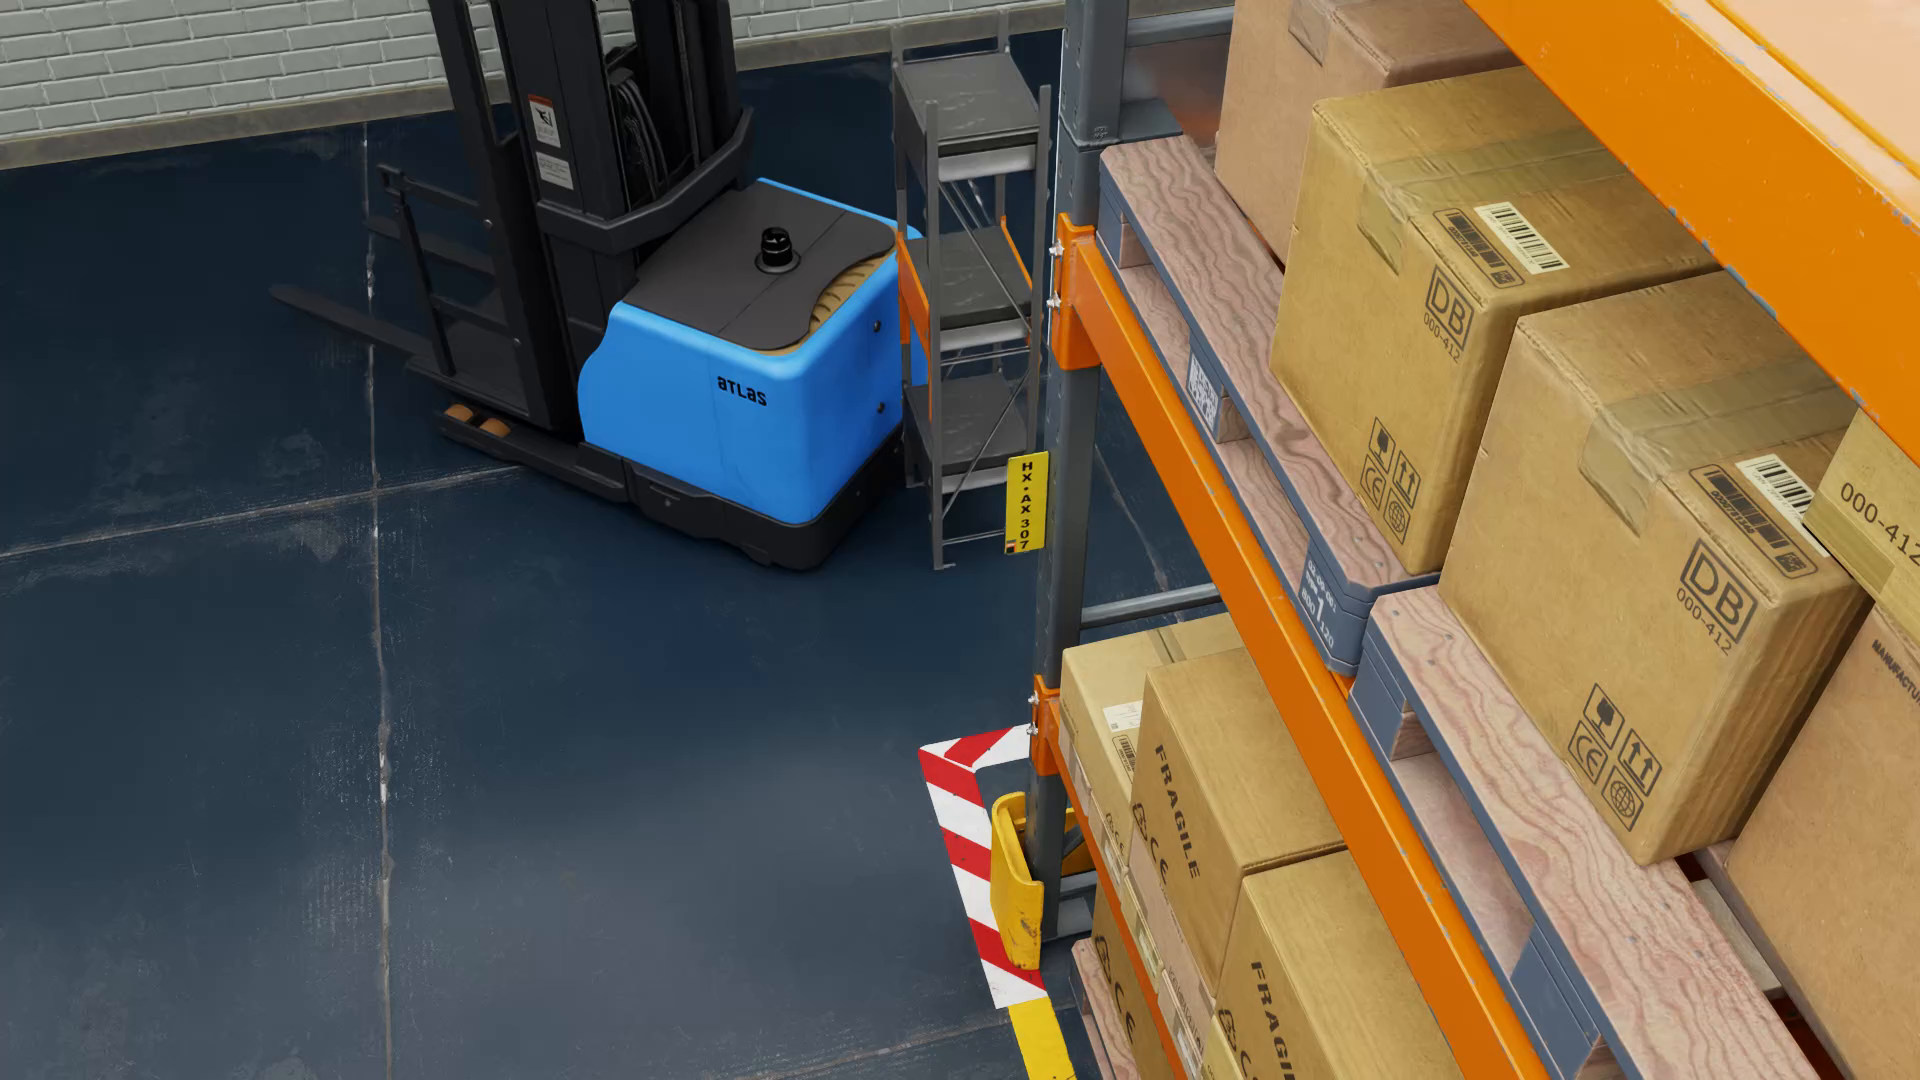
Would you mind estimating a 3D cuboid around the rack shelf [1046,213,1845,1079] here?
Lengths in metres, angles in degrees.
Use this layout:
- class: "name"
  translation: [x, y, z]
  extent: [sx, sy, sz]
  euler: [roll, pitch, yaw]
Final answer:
- class: "rack shelf"
  translation: [1.213, 0.728, 2.340]
  extent: [1.077, 0.370, 4.000]
  euler: [-11, 47, -10]

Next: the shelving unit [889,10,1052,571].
- class: "shelving unit"
  translation: [0.029, -0.820, 6.083]
  extent: [0.431, 2.100, 0.503]
  euler: [-10, 47, -10]

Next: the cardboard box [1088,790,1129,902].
- class: "cardboard box"
  translation: [0.540, 0.716, 4.124]
  extent: [0.380, 0.149, 0.250]
  euler: [-11, 47, -11]

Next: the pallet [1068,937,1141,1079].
- class: "pallet"
  translation: [0.981, 1.659, 4.976]
  extent: [1.003, 0.211, 1.213]
  euler: [-11, 47, -10]

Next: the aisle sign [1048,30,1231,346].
- class: "aisle sign"
  translation: [0.392, -0.759, 3.574]
  extent: [0.394, 0.787, 0.004]
  euler: [-11, 47, -10]

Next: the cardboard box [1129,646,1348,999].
- class: "cardboard box"
  translation: [0.691, 0.557, 3.475]
  extent: [0.500, 0.500, 0.500]
  euler: [-12, 47, -11]

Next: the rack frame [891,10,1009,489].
- class: "rack frame"
  translation: [-0.032, -0.988, 6.248]
  extent: [0.400, 2.100, 0.015]
  euler: [-10, 47, -10]

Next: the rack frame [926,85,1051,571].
- class: "rack frame"
  translation: [0.090, -0.651, 5.918]
  extent: [0.400, 2.100, 0.015]
  euler: [-10, 47, -10]

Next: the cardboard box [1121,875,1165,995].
- class: "cardboard box"
  translation: [0.606, 0.893, 3.951]
  extent: [0.380, 0.149, 0.250]
  euler: [-12, 47, -11]

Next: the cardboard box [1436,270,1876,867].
- class: "cardboard box"
  translation: [1.092, -0.013, 2.129]
  extent: [0.700, 0.500, 0.500]
  euler: [-14, 47, -13]

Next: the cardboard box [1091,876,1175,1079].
- class: "cardboard box"
  translation: [0.942, 1.170, 4.697]
  extent: [0.875, 0.875, 0.875]
  euler: [-11, 47, -10]

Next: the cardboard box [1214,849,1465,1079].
- class: "cardboard box"
  translation: [0.829, 0.914, 3.126]
  extent: [0.500, 0.500, 0.500]
  euler: [-12, 47, -11]

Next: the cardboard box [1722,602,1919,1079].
- class: "cardboard box"
  translation: [1.336, 0.352, 1.770]
  extent: [0.700, 0.500, 0.500]
  euler: [-9, 46, -9]

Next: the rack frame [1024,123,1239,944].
- class: "rack frame"
  translation: [0.701, 0.146, 4.507]
  extent: [1.000, 3.000, 0.127]
  euler: [-11, 47, -10]

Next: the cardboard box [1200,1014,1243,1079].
- class: "cardboard box"
  translation: [0.827, 1.180, 3.390]
  extent: [0.500, 0.250, 0.500]
  euler: [-12, 47, -12]

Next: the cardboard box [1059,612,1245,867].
- class: "cardboard box"
  translation: [0.563, 0.475, 4.081]
  extent: [0.500, 0.250, 0.500]
  euler: [-12, 47, -11]

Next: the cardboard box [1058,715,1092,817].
- class: "cardboard box"
  translation: [0.473, 0.539, 4.297]
  extent: [0.380, 0.149, 0.250]
  euler: [-10, 46, -10]

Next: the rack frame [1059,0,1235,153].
- class: "rack frame"
  translation: [0.701, -1.954, 2.364]
  extent: [1.000, 3.000, 0.127]
  euler: [-11, 47, -10]

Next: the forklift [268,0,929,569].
- class: "forklift"
  translation: [-1.658, -1.684, 6.348]
  extent: [3.031, 2.935, 1.130]
  euler: [22, 49, 20]

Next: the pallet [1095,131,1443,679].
- class: "pallet"
  translation: [0.901, -0.363, 2.967]
  extent: [1.003, 0.211, 1.213]
  euler: [-11, 47, -10]

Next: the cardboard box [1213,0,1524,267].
- class: "cardboard box"
  translation: [0.886, -0.772, 2.872]
  extent: [0.700, 0.500, 0.500]
  euler: [-13, 47, -13]

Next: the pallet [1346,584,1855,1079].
- class: "pallet"
  translation: [1.217, 0.481, 2.140]
  extent: [1.003, 0.211, 1.213]
  euler: [-11, 47, -10]

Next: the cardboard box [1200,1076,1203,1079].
- class: "cardboard box"
  translation: [0.737, 1.248, 3.603]
  extent: [0.380, 0.149, 0.250]
  euler: [-12, 47, -11]

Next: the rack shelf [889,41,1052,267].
- class: "rack shelf"
  translation: [0.029, -1.300, 5.593]
  extent: [0.431, 0.518, 0.480]
  euler: [-10, 47, -10]

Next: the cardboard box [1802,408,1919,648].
- class: "cardboard box"
  translation: [1.208, 0.013, 1.578]
  extent: [0.500, 0.250, 0.500]
  euler: [-12, 47, -12]

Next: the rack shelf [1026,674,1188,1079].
- class: "rack shelf"
  translation: [1.213, 1.778, 3.411]
  extent: [1.077, 0.370, 4.000]
  euler: [-11, 47, -10]

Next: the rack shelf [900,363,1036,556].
- class: "rack shelf"
  translation: [0.029, -0.320, 6.593]
  extent: [0.431, 0.518, 0.480]
  euler: [-10, 47, -10]

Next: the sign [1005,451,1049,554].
- class: "sign"
  translation: [0.163, -0.088, 4.074]
  extent: [0.100, 0.325, 0.005]
  euler: [-11, 47, -10]

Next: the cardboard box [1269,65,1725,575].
- class: "cardboard box"
  translation: [0.913, -0.362, 2.470]
  extent: [0.700, 0.500, 0.500]
  euler: [-12, 47, -12]

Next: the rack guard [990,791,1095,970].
- class: "rack guard"
  translation: [0.695, 1.004, 5.416]
  extent: [1.175, 0.500, 0.348]
  euler: [-11, 47, -10]

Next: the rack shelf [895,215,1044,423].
- class: "rack shelf"
  translation: [0.029, -0.810, 6.093]
  extent: [0.431, 0.518, 0.480]
  euler: [-10, 47, -10]

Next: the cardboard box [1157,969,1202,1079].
- class: "cardboard box"
  translation: [0.673, 1.072, 3.775]
  extent: [0.380, 0.149, 0.250]
  euler: [-11, 47, -11]

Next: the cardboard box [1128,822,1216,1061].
- class: "cardboard box"
  translation: [0.702, 0.832, 3.731]
  extent: [0.500, 0.250, 0.500]
  euler: [-11, 47, -11]
